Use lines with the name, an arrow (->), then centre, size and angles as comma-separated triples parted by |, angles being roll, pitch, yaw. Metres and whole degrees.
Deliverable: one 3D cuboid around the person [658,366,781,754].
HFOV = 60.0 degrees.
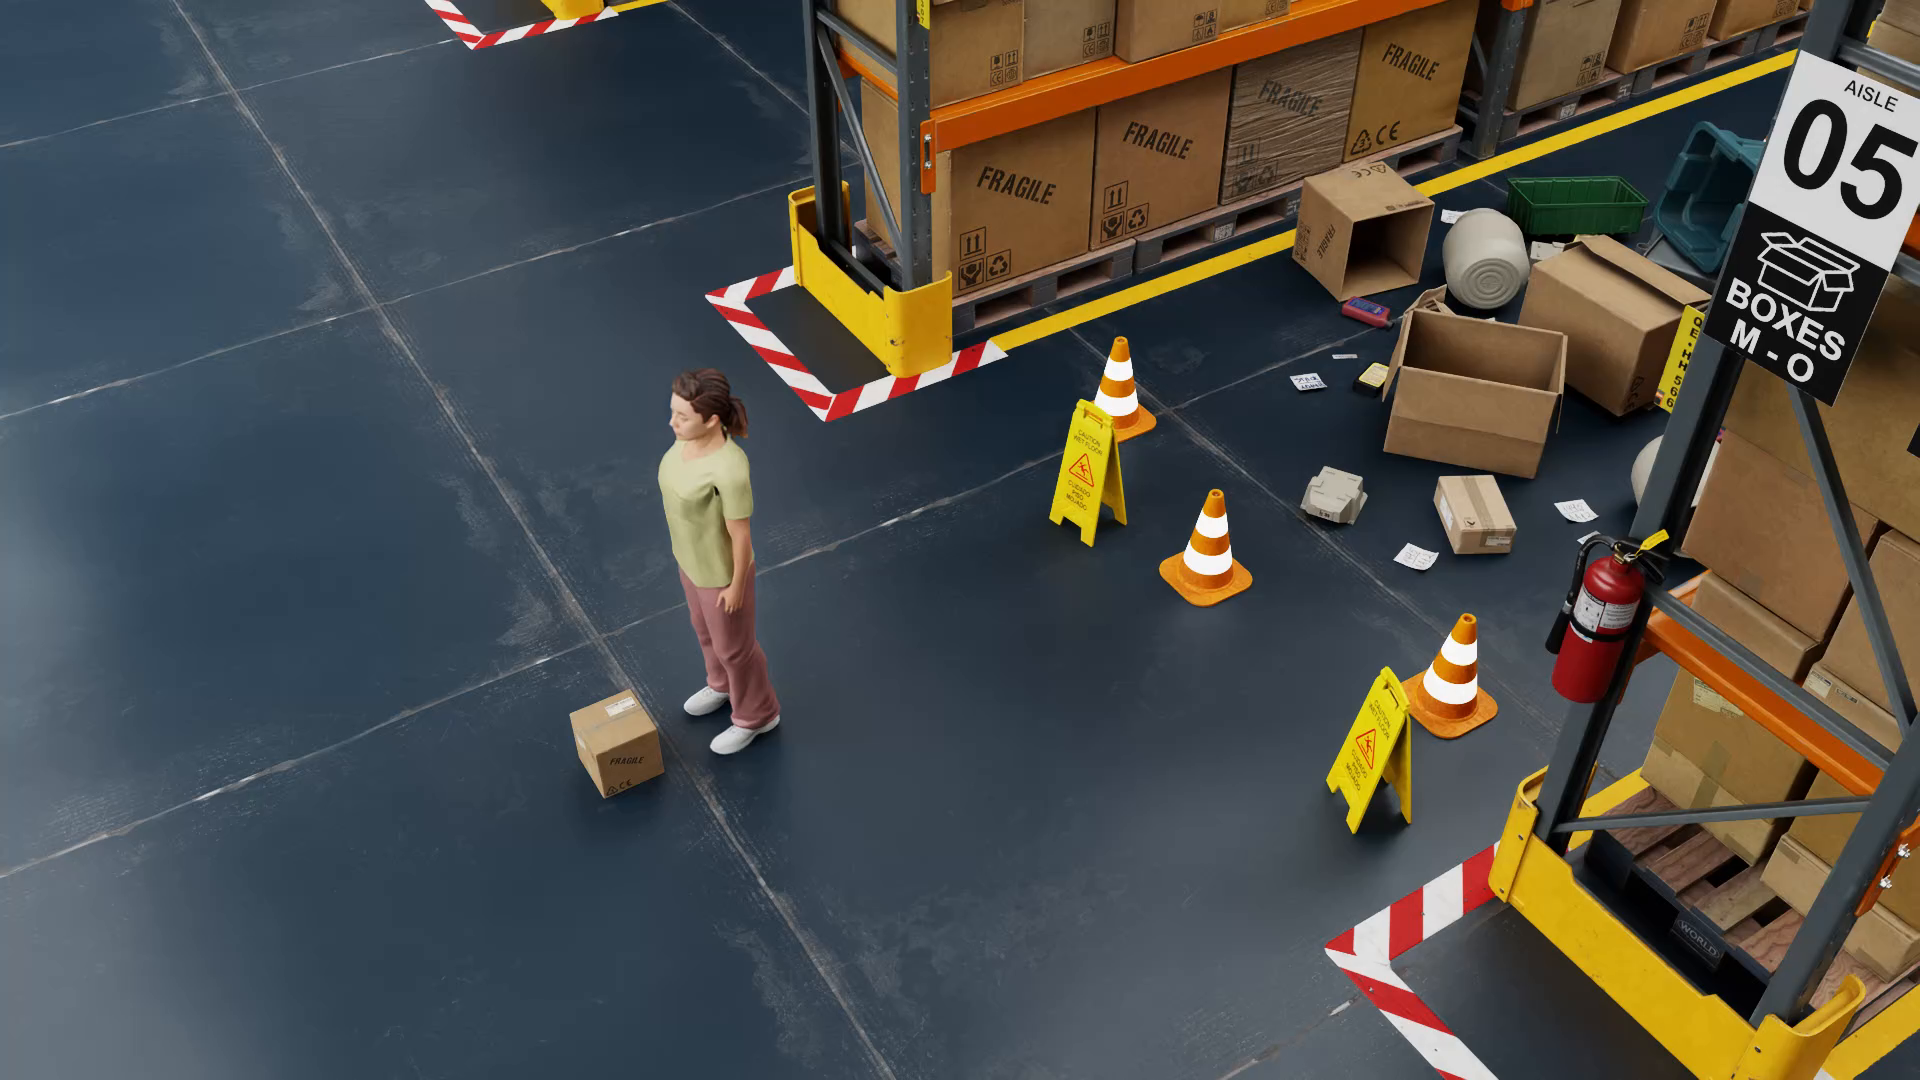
person -> -0.881, 0.077, 6.077 | 0.352, 1.672, 0.441 | -22, 45, -23
